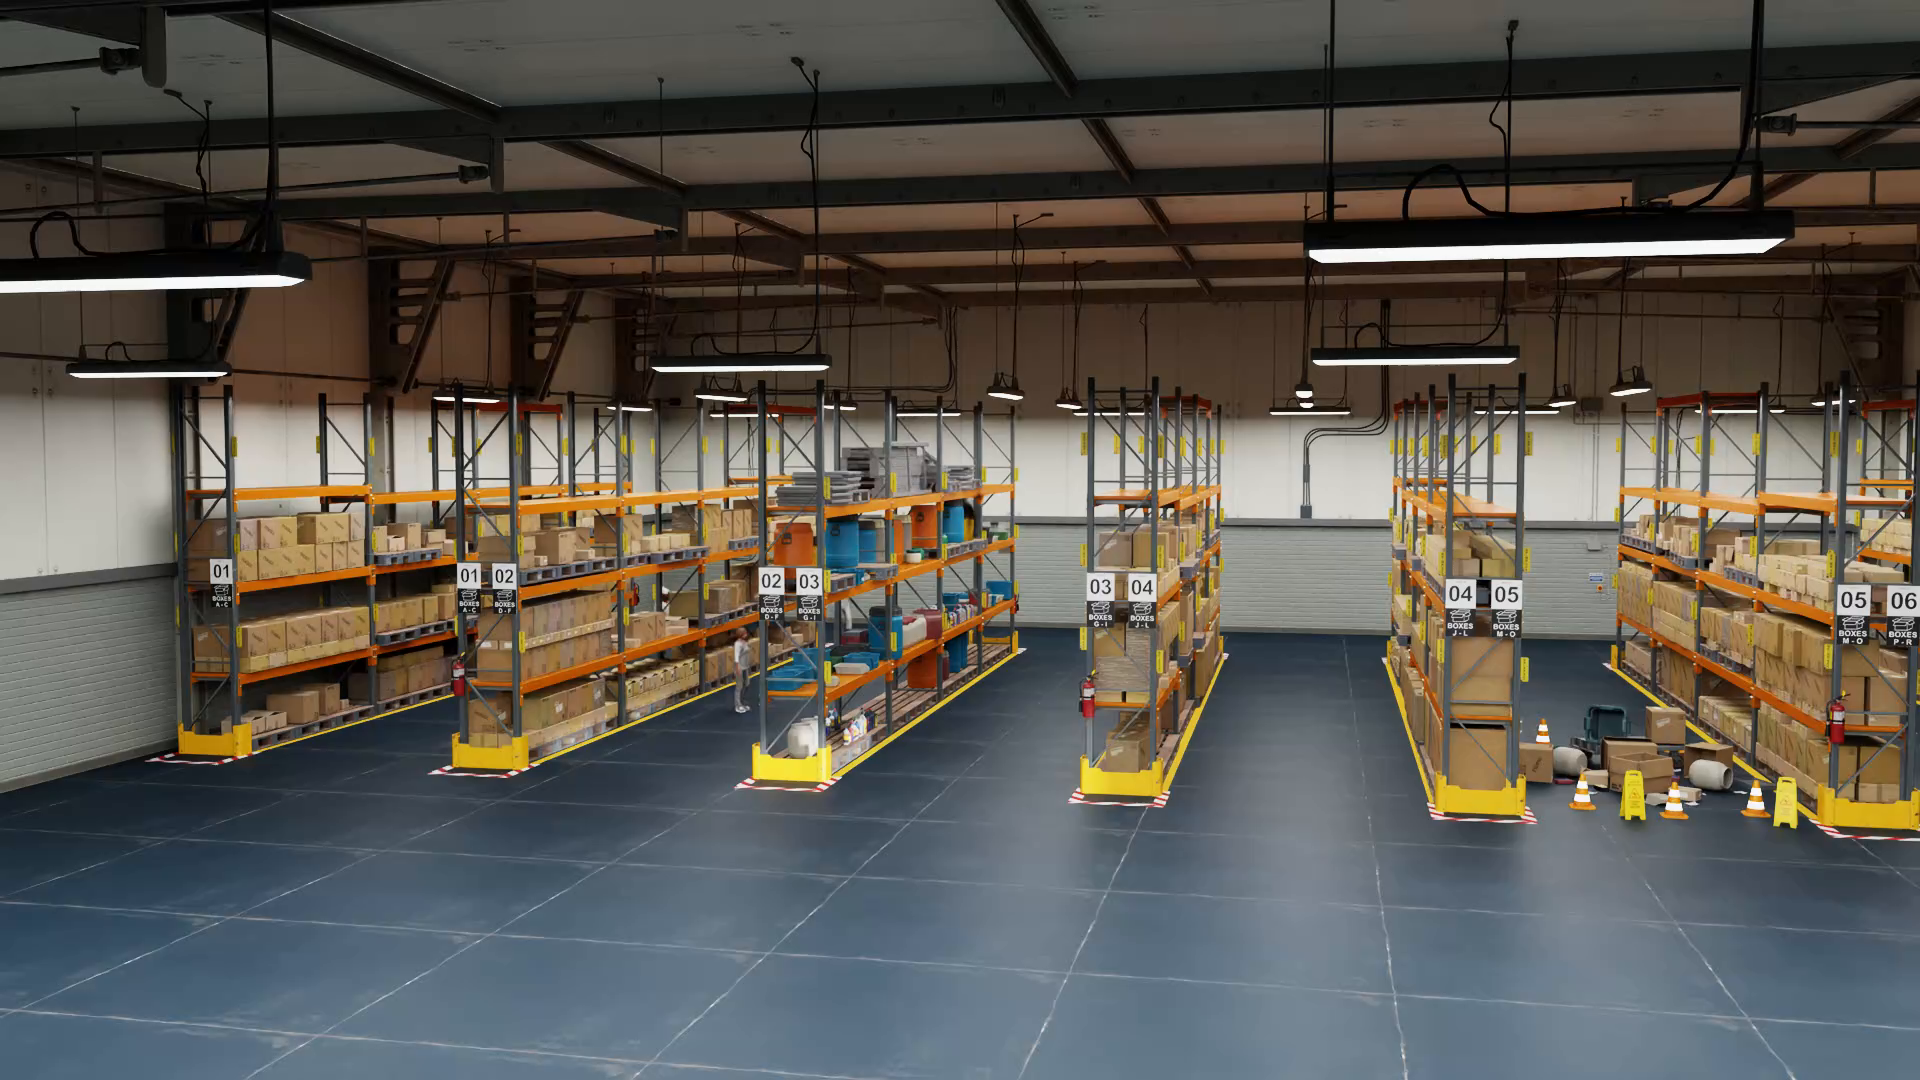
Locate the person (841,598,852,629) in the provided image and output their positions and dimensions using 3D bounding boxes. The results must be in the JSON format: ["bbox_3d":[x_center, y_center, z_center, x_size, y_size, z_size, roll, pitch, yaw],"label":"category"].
[{"bbox_3d":[-3.035,1.746,43.063,0.467,1.622,0.953,-1,3,-19],"label":"person"}]

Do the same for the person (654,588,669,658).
[{"bbox_3d":[-6.741,2.006,38.590,0.706,1.803,0.633,-1,3,-17],"label":"person"}]

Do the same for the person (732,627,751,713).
[{"bbox_3d":[-4.145,2.475,31.476,0.332,1.660,0.500,1,3,16],"label":"person"}]
